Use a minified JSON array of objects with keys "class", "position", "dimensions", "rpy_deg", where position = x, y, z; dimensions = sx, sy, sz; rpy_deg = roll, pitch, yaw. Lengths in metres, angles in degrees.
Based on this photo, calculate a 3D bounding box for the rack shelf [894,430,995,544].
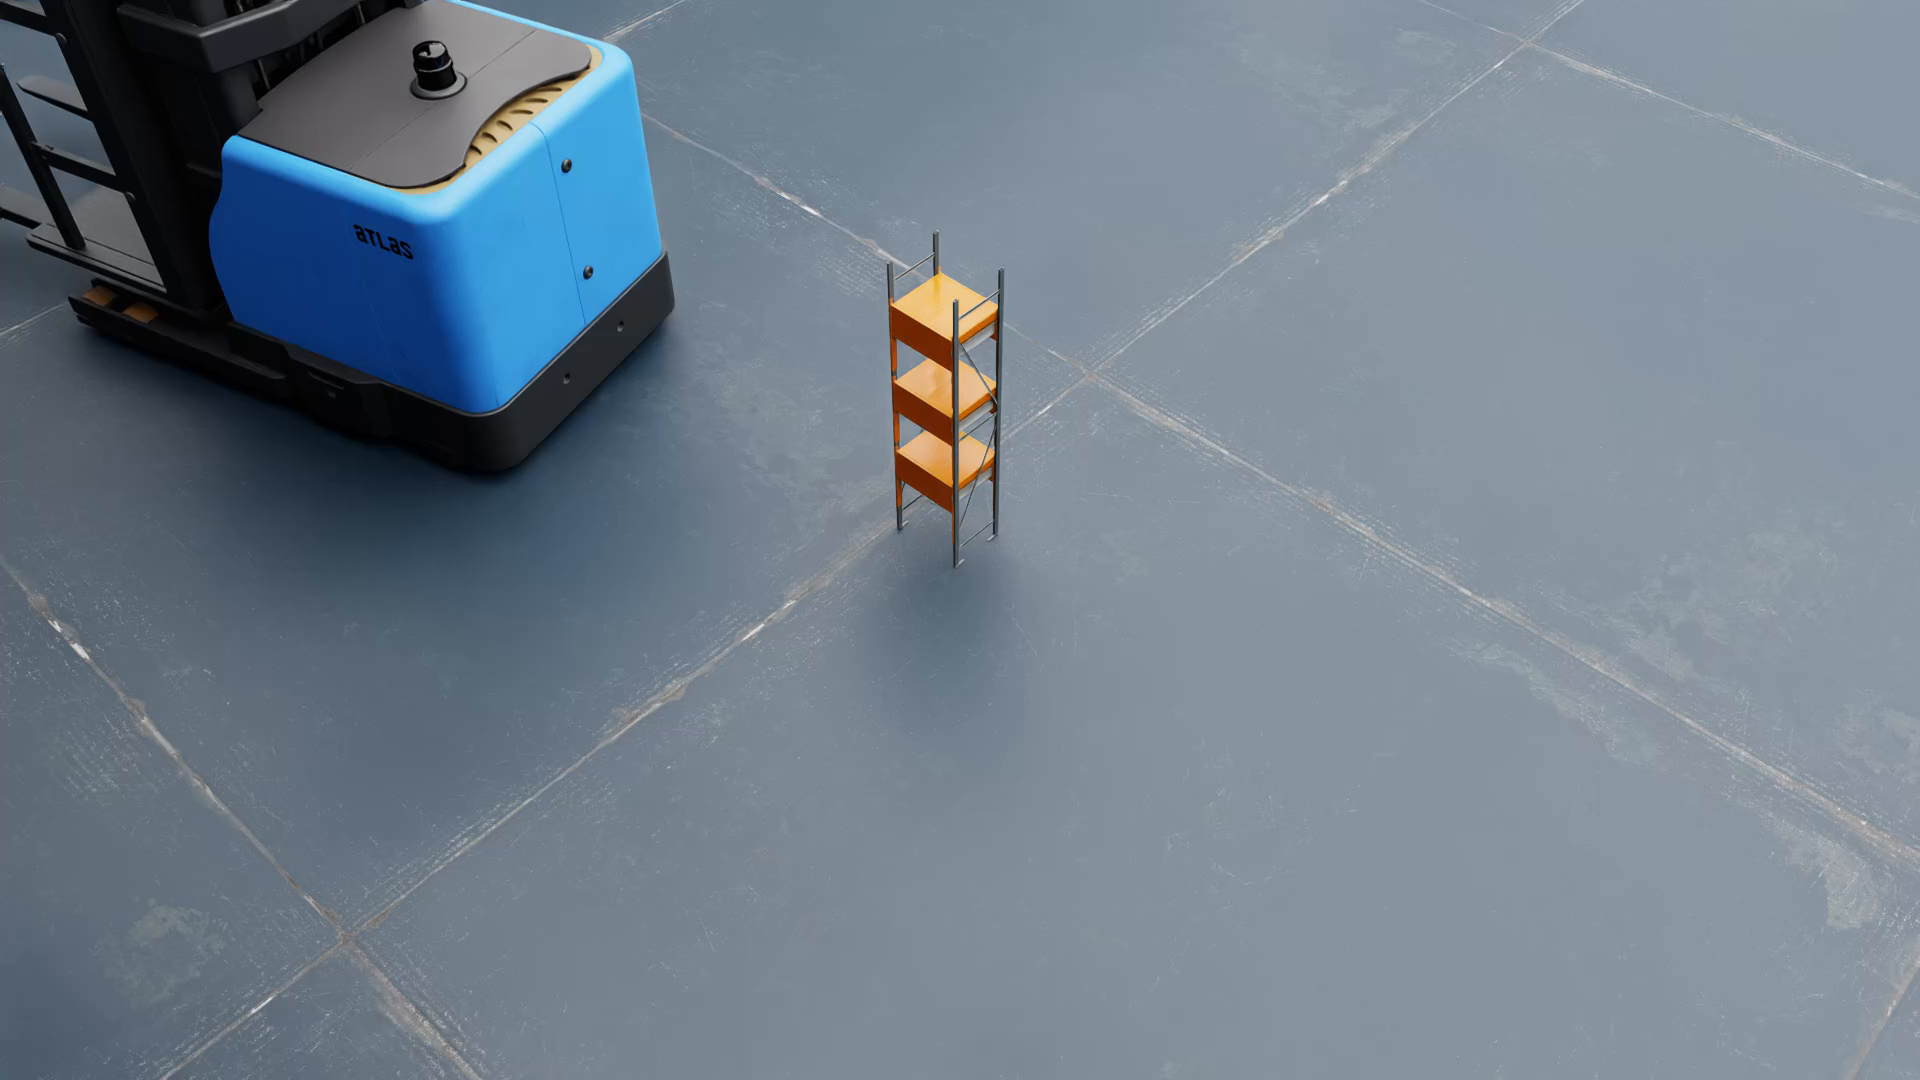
[{"class":"rack shelf","position":[-0.039,-0.188,5.102],"dimensions":[0.240,0.259,0.215],"rpy_deg":[34,55,28]}]

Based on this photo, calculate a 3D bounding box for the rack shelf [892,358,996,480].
[{"class":"rack shelf","position":[-0.039,-0.379,4.900],"dimensions":[0.240,0.259,0.215],"rpy_deg":[34,55,28]}]

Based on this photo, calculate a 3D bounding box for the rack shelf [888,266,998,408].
[{"class":"rack shelf","position":[-0.039,-0.573,4.693],"dimensions":[0.240,0.259,0.215],"rpy_deg":[34,55,28]}]

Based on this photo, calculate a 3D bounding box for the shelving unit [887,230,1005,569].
[{"class":"shelving unit","position":[-0.039,-0.386,4.892],"dimensions":[0.252,1.050,0.215],"rpy_deg":[34,55,28]}]

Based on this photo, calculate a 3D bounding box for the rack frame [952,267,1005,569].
[{"class":"rack frame","position":[0.050,-0.325,4.835],"dimensions":[0.008,1.050,0.200],"rpy_deg":[34,55,28]}]

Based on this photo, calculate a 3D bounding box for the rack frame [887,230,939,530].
[{"class":"rack frame","position":[-0.129,-0.446,4.949],"dimensions":[0.008,1.050,0.200],"rpy_deg":[34,55,28]}]

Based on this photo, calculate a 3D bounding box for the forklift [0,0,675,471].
[{"class":"forklift","position":[-2.567,-1.996,5.114],"dimensions":[3.031,2.935,1.130],"rpy_deg":[21,50,18]}]
